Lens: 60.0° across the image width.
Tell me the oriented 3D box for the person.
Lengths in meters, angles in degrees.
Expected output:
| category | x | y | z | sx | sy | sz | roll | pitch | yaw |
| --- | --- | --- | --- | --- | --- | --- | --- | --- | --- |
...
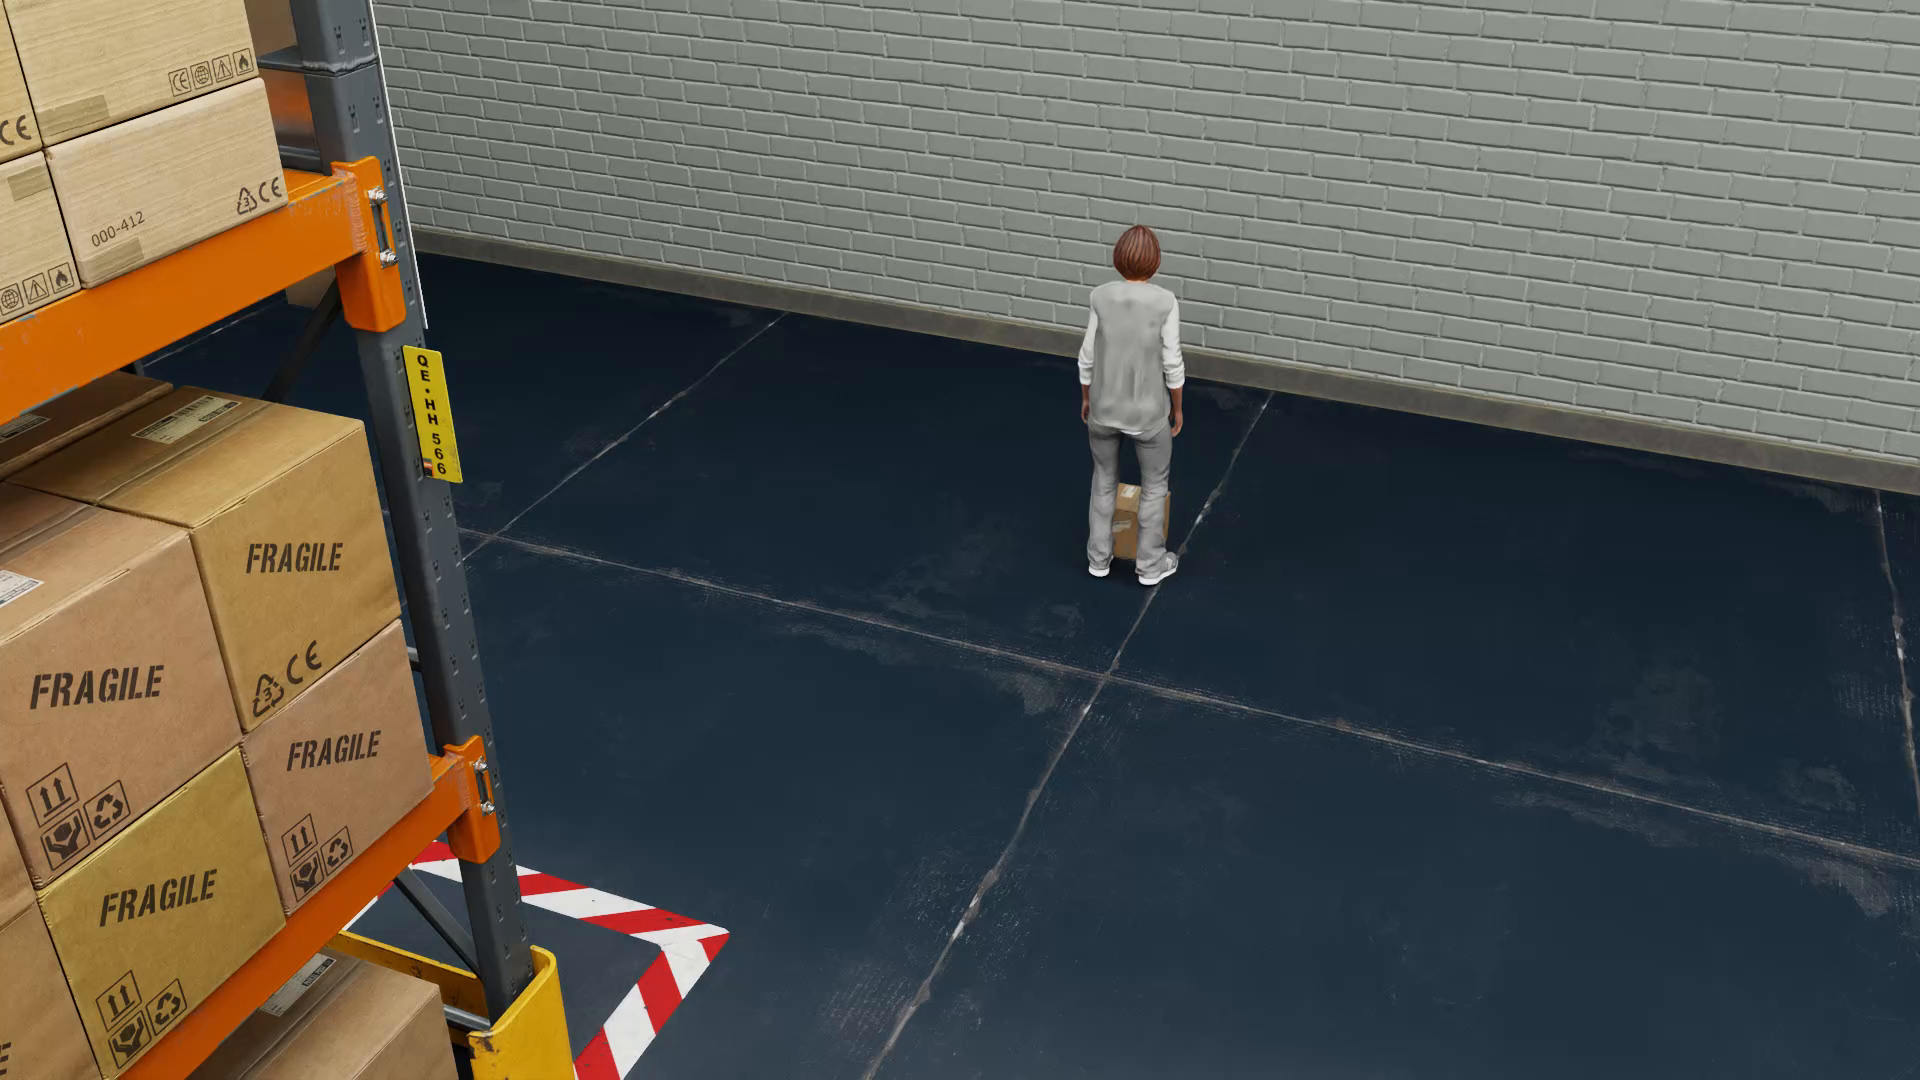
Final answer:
| category | x | y | z | sx | sy | sz | roll | pitch | yaw |
| --- | --- | --- | --- | --- | --- | --- | --- | --- | --- |
| person | 0.727 | -0.546 | 7.085 | 0.465 | 1.591 | 0.344 | 10 | 32 | 17 |
